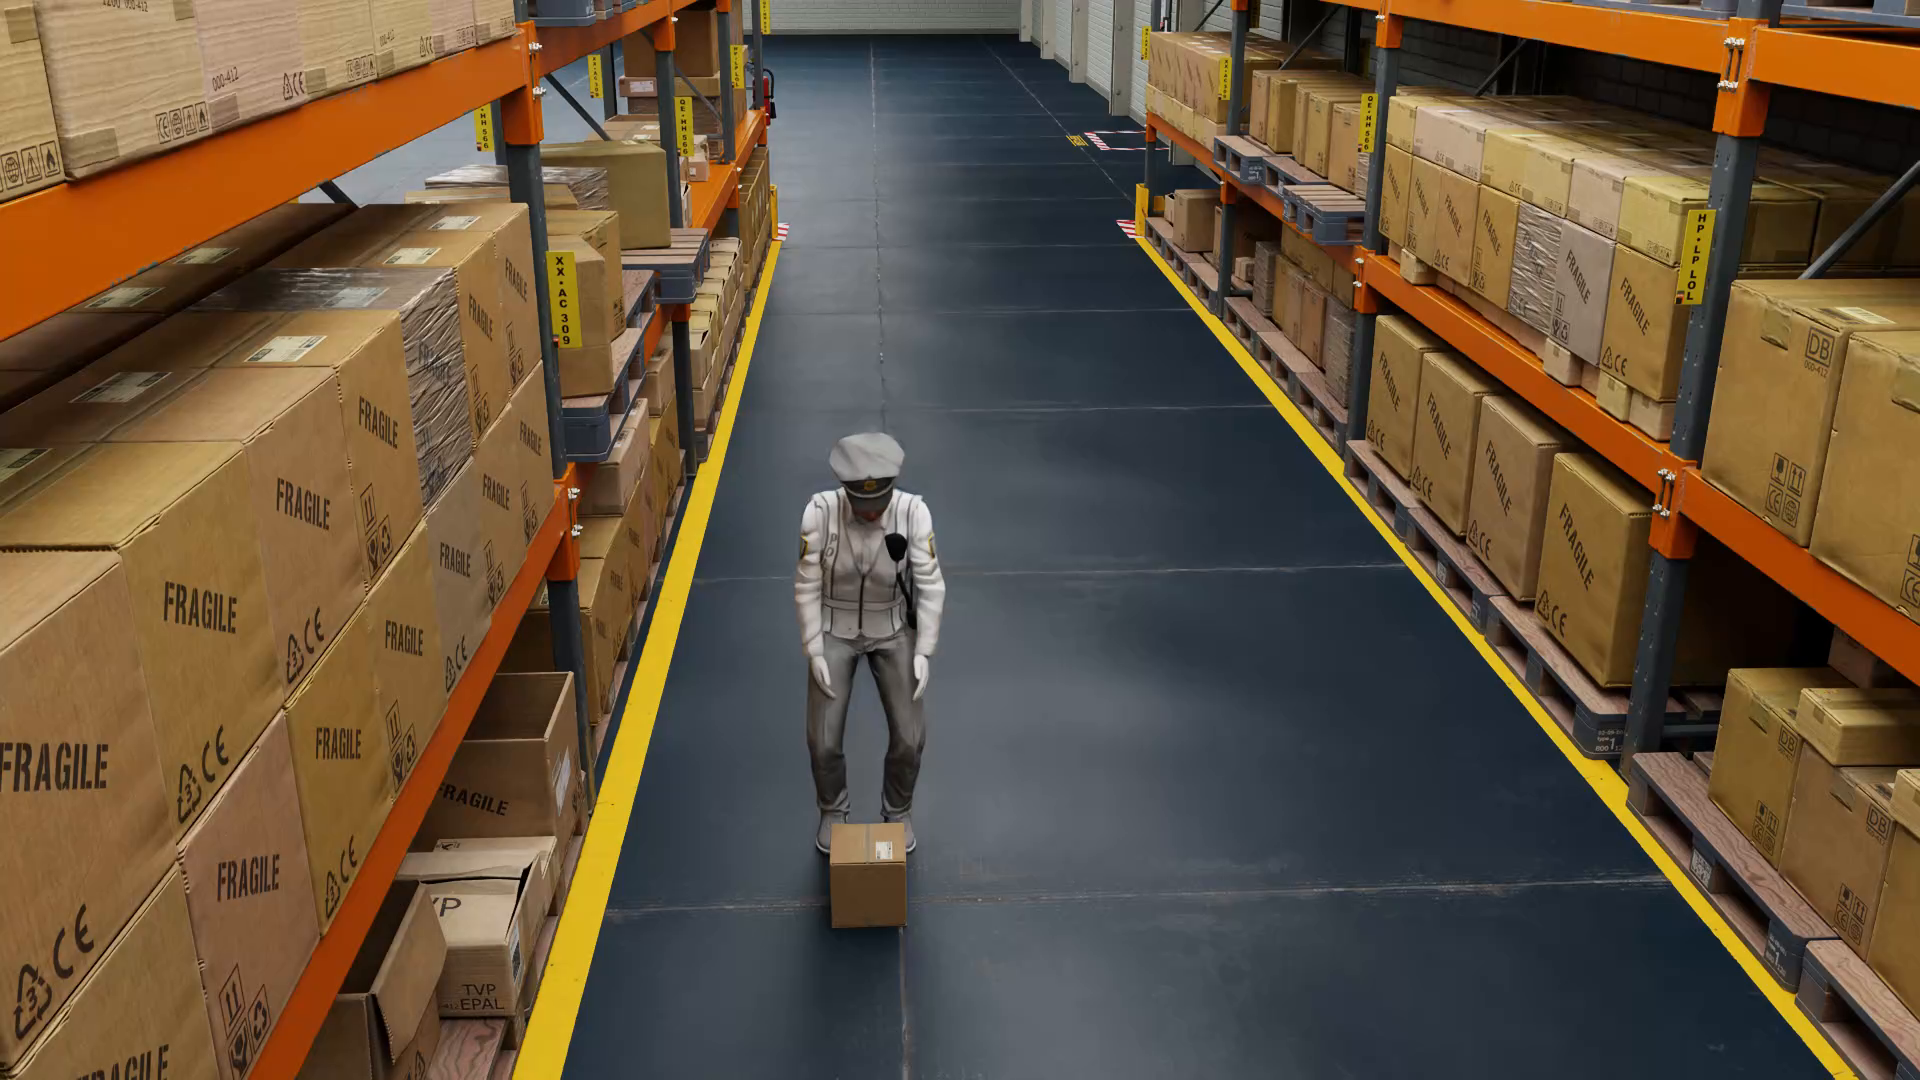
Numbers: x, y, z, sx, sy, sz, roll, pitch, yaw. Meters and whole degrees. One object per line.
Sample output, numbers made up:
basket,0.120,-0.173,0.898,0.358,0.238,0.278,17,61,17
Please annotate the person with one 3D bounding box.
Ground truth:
person,-0.309,0.365,5.769,0.520,1.559,0.548,-1,21,-2
